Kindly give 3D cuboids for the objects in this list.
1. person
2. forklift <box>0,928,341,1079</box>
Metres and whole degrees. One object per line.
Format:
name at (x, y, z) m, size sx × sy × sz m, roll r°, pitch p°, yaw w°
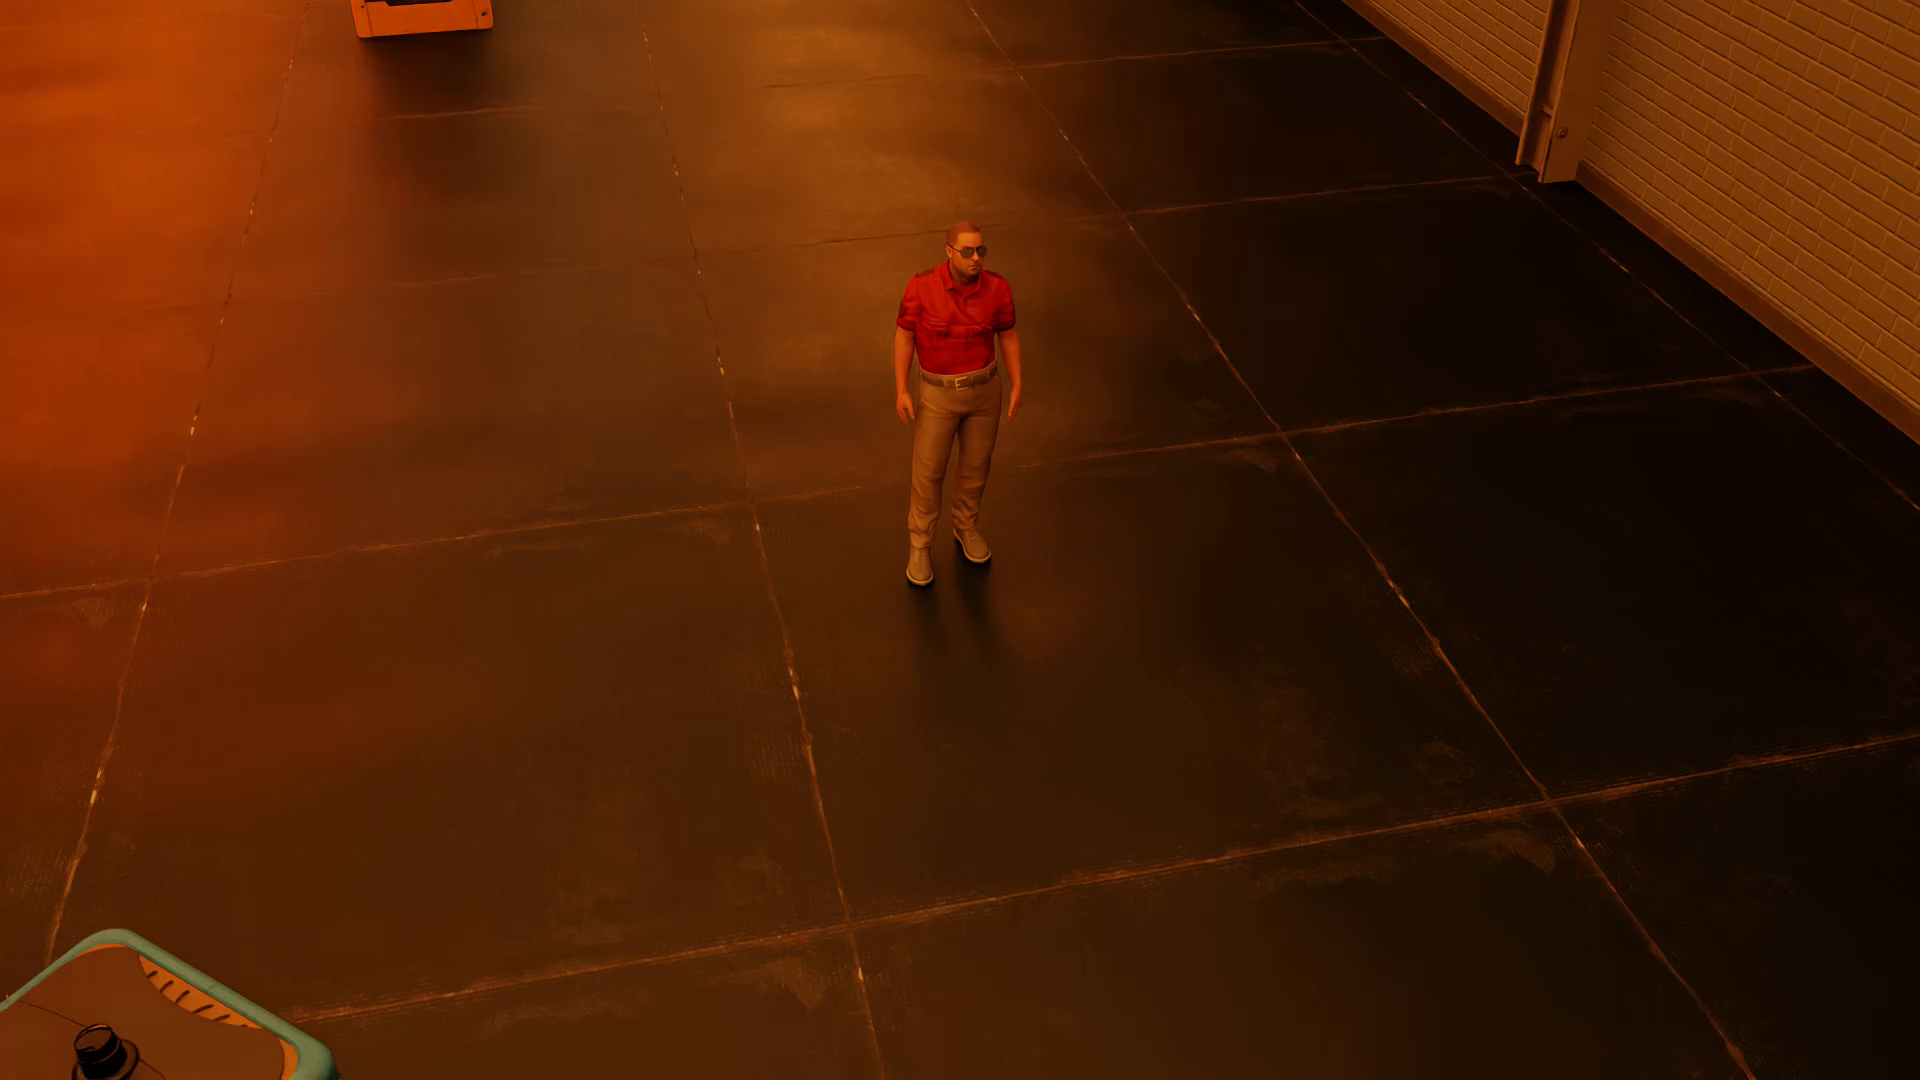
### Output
person at (0.008, -0.655, 7.977) m, size 0.640 × 1.727 × 0.551 m, roll -8°, pitch 36°, yaw -11°
forklift at (-2.940, 1.735, 3.639) m, size 1.130 × 2.935 × 3.031 m, roll 19°, pitch 40°, yaw 24°
